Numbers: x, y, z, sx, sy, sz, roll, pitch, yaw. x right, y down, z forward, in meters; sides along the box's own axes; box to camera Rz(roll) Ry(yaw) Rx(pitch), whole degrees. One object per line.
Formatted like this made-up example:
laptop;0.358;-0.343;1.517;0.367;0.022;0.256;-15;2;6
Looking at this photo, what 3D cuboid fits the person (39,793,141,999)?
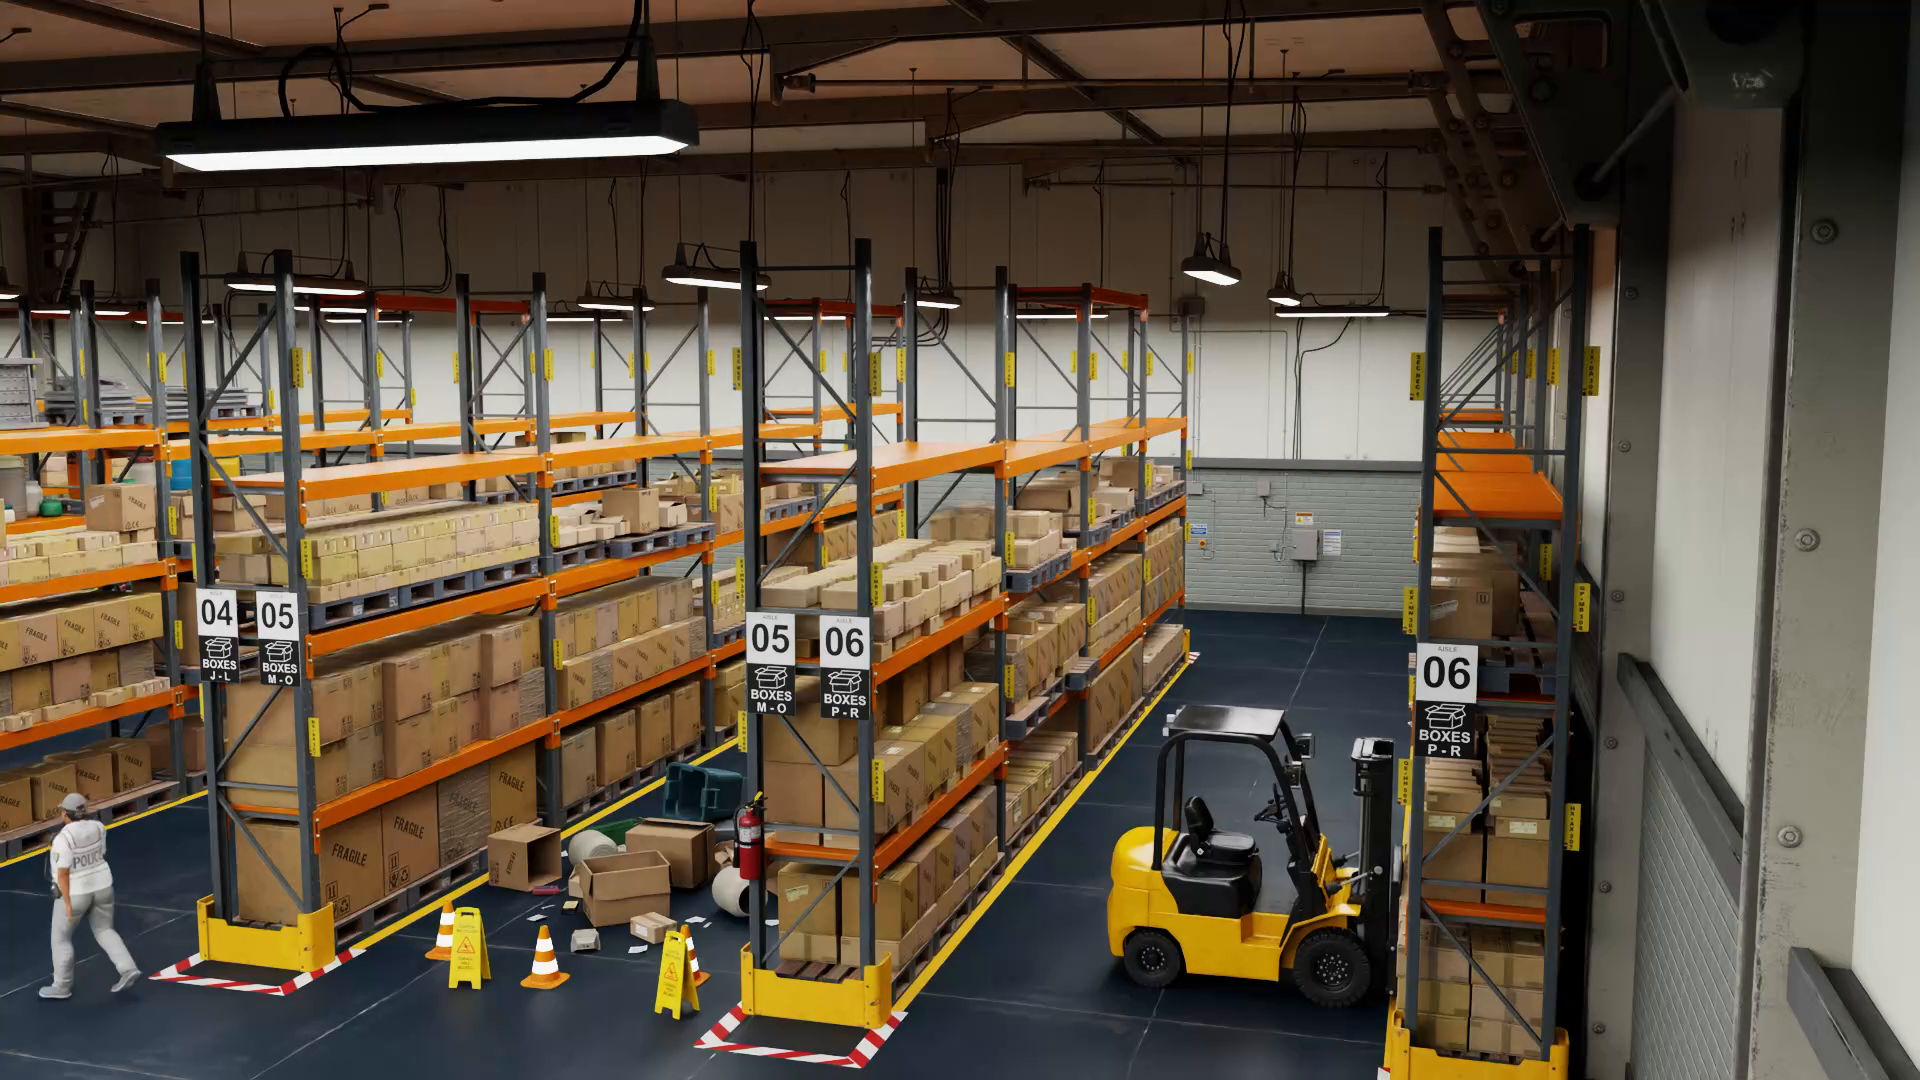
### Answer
person;-7.030;2.850;13.355;0.734;1.653;0.462;3;7;26
